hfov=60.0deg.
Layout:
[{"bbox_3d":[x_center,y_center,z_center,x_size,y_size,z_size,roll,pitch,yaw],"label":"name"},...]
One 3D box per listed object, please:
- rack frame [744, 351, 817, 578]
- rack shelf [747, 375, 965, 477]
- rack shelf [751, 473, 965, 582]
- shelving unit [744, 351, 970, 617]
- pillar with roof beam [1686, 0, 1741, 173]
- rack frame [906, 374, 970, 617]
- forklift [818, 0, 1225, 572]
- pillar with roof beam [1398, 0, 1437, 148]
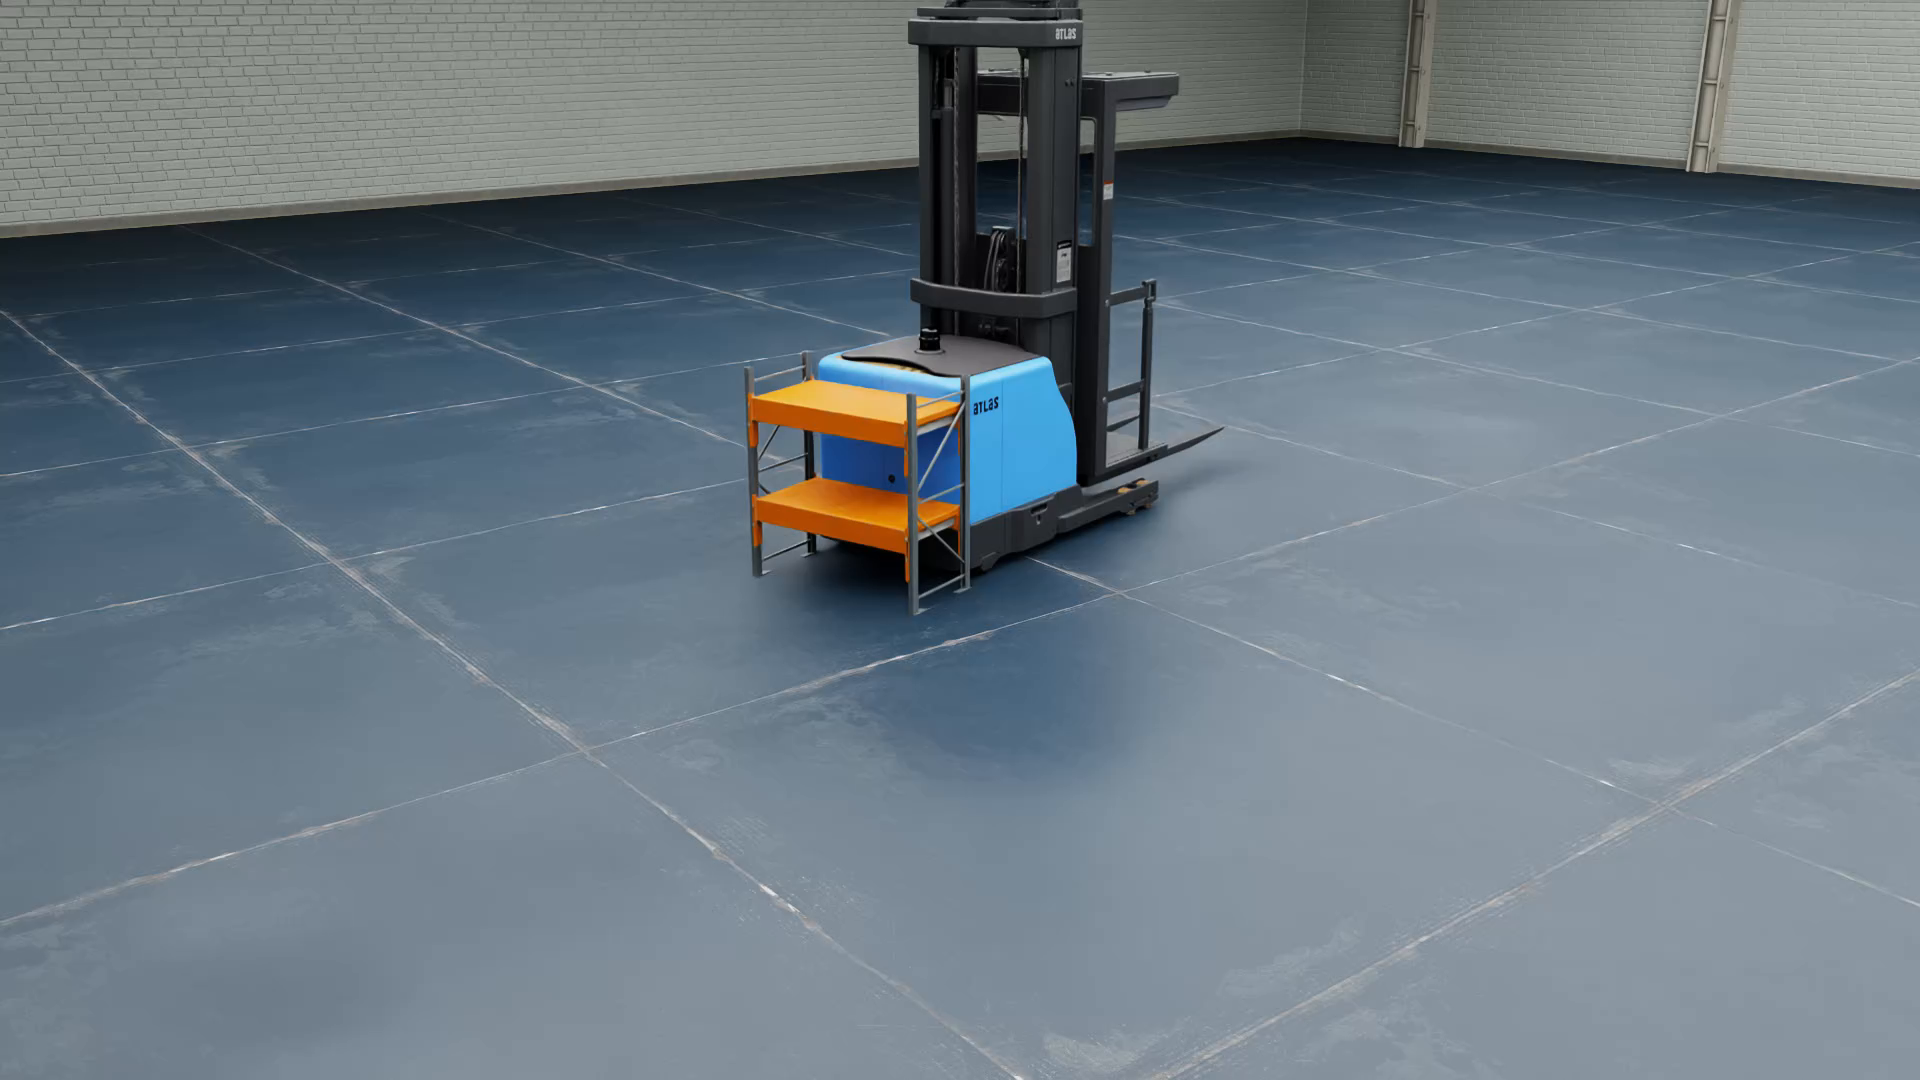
[{"bbox_3d":[-0.942,-0.402,8.786,0.032,1.125,0.500,12,22,32],"label":"rack frame"},{"bbox_3d":[-0.522,-0.590,8.423,1.000,0.278,0.538,12,22,32],"label":"rack shelf"},{"bbox_3d":[-0.522,-0.080,8.591,1.000,0.278,0.538,12,22,32],"label":"rack shelf"},{"bbox_3d":[-0.522,-0.312,8.515,1.048,1.125,0.538,12,22,32],"label":"shelving unit"},{"bbox_3d":[9.247,-9.707,24.361,9.100,9.000,0.400,-14,23,-36],"label":"pillar with roof beam"},{"bbox_3d":[-0.102,-0.222,8.243,0.032,1.125,0.500,12,22,32],"label":"rack frame"},{"bbox_3d":[0.535,-1.621,9.596,1.130,2.935,3.031,14,23,36],"label":"forklift"},{"bbox_3d":[5.521,-11.185,28.826,9.100,9.000,0.400,-14,23,-36],"label":"pillar with roof beam"}]
